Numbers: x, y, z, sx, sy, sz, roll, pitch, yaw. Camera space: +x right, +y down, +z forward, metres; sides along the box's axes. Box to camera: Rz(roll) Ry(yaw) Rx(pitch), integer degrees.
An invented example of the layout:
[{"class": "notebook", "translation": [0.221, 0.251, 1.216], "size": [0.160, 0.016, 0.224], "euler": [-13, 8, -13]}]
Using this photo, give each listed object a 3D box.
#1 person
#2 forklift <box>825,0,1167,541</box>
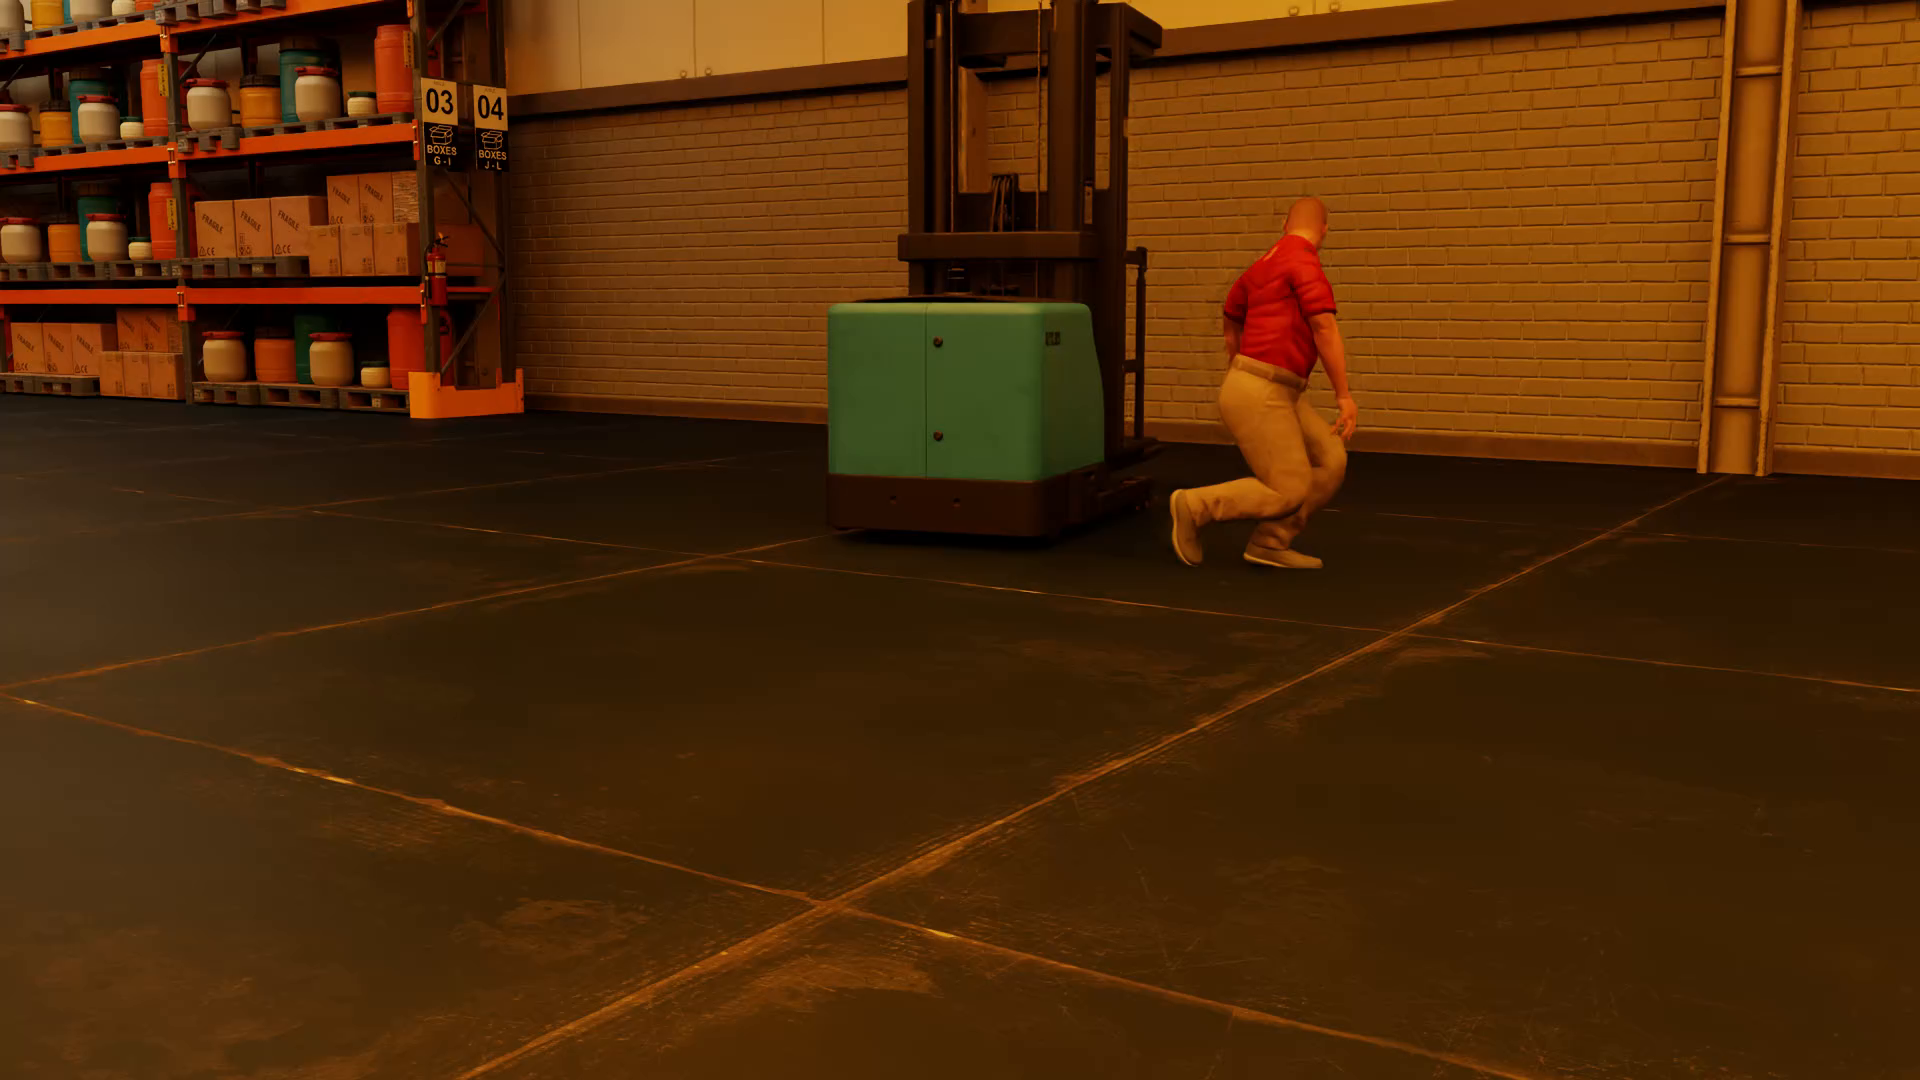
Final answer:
[{"class": "person", "translation": [1.225, -0.621, 6.747], "size": [0.722, 1.518, 0.698], "euler": [1, 8, 9]}, {"class": "forklift", "translation": [0.388, -1.615, 8.547], "size": [1.130, 2.935, 3.031], "euler": [3, 9, 21]}]
